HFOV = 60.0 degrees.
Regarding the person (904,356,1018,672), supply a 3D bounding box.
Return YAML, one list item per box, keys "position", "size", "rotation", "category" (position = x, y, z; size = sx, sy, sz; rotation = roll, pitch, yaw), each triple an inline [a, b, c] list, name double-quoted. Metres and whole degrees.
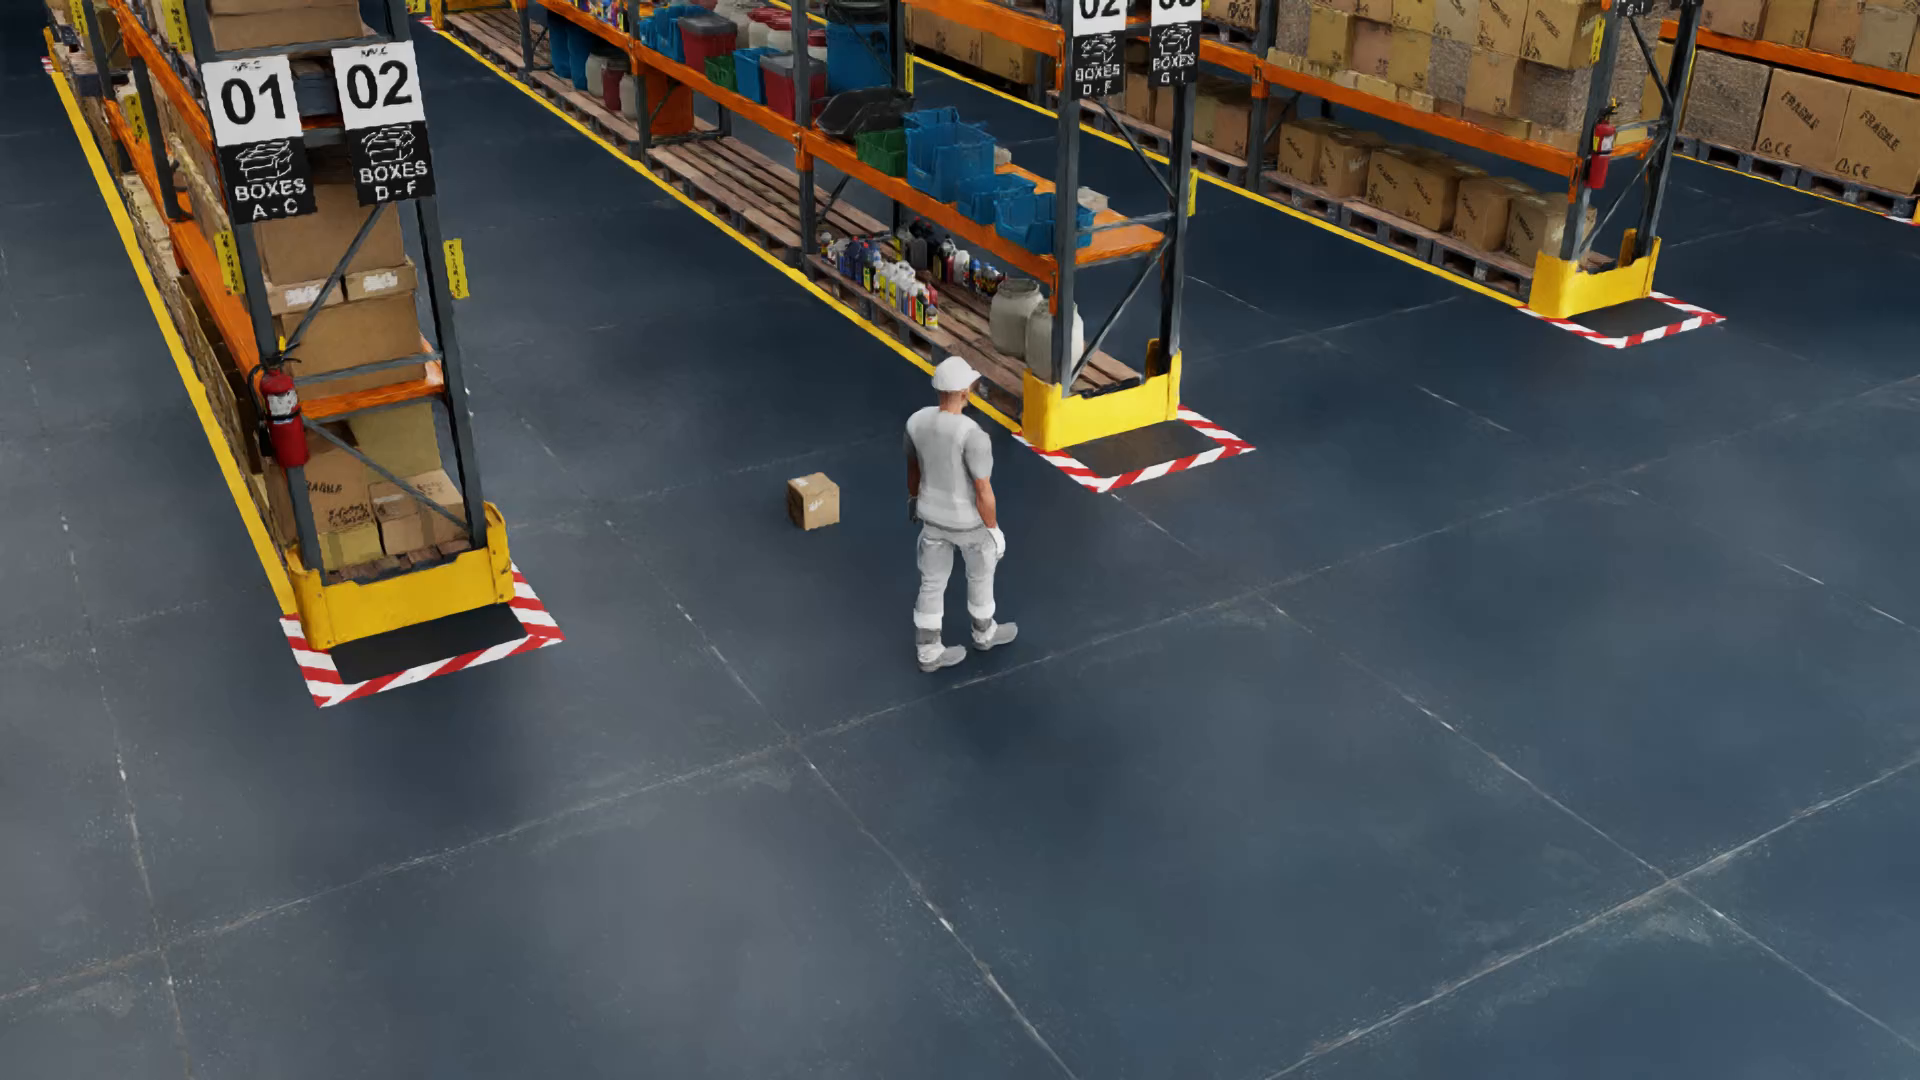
- position: [0.022, -0.167, 8.826]
  size: [0.664, 1.786, 0.614]
  rotation: [16, 32, 26]
  category: "person"
